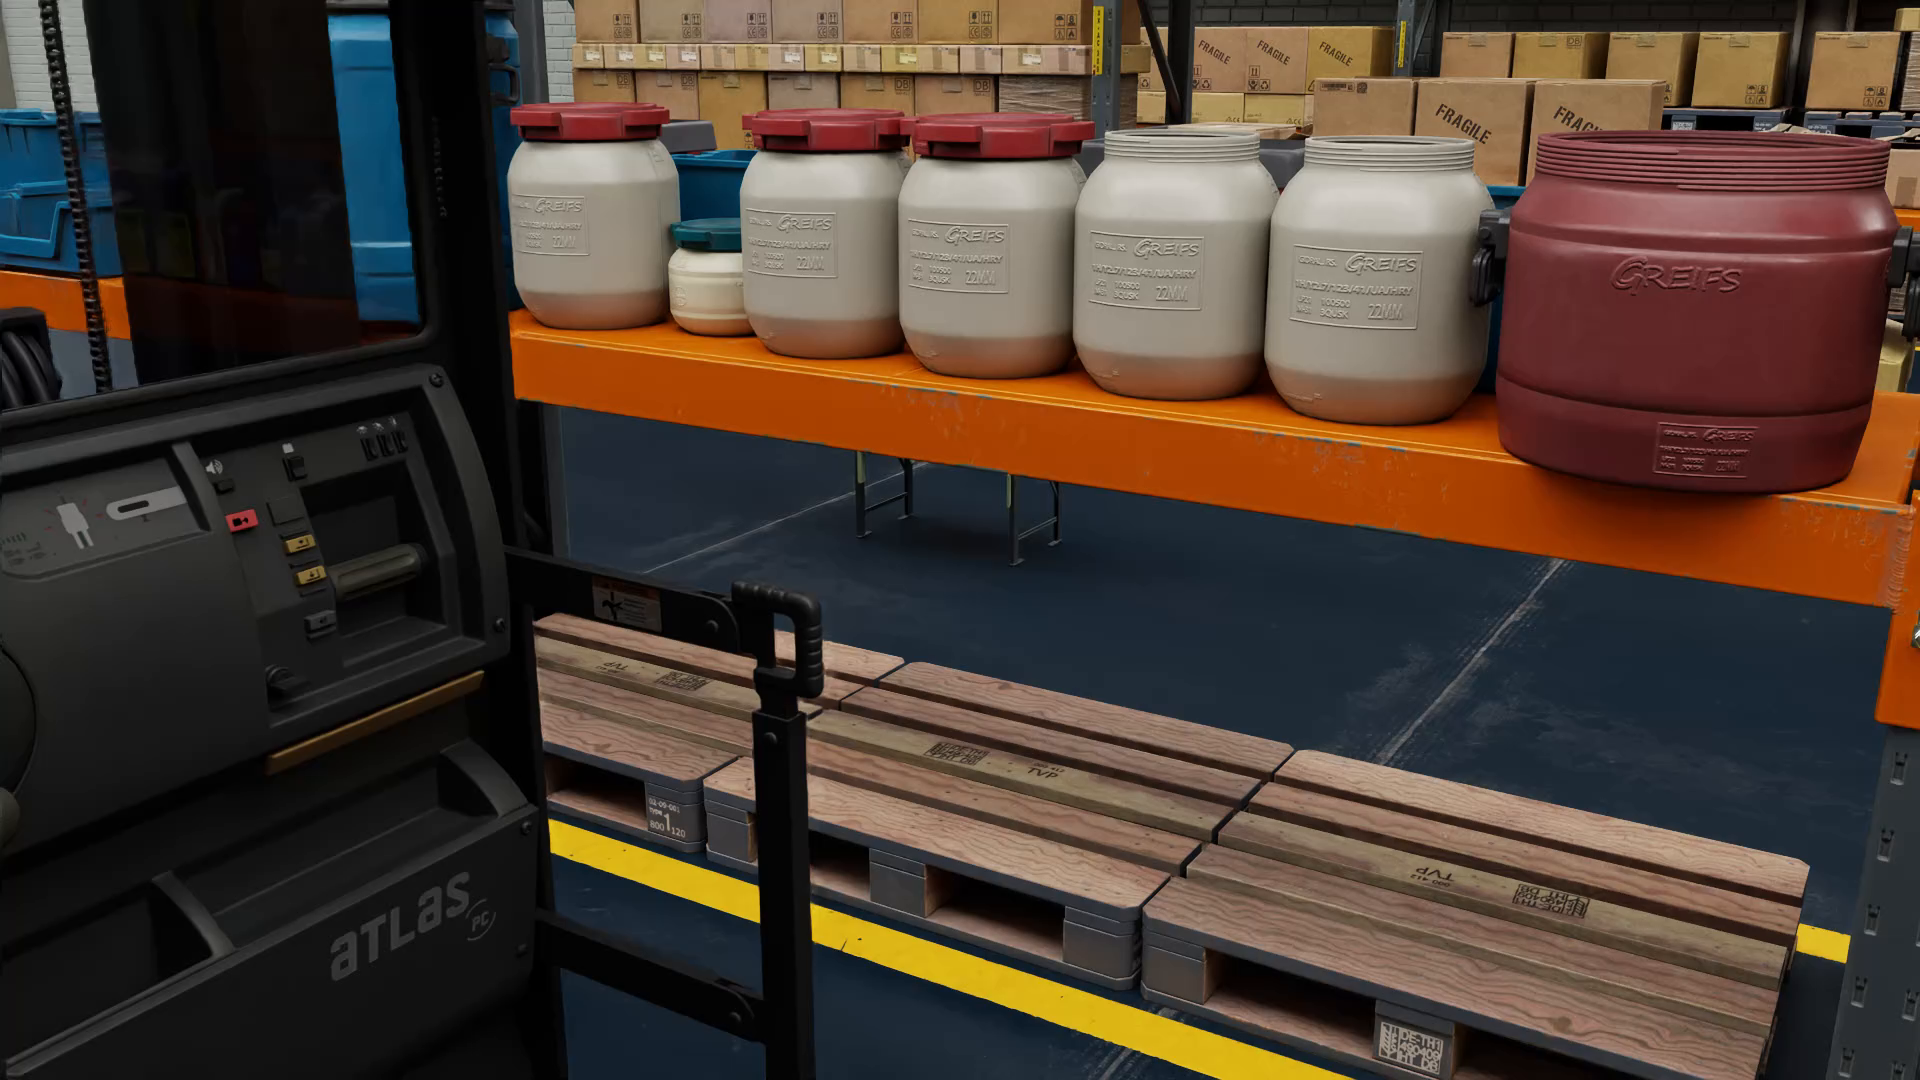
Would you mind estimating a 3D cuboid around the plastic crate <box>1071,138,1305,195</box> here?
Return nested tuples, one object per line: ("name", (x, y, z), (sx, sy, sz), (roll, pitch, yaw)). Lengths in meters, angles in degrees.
("plastic crate", (0.575, -0.699, 3.911), (0.583, 0.464, 0.402), (10, 20, 30))

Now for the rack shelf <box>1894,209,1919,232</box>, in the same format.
("rack shelf", (2.683, -1.533, 8.004), (4.000, 0.370, 1.077), (10, 20, 30))

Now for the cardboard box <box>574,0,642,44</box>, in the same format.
("cardboard box", (-1.994, -3.376, 10.430), (0.500, 0.500, 0.700), (10, 20, 30))

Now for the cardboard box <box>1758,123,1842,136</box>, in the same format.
("cardboard box", (3.726, -1.714, 7.517), (0.500, 0.311, 0.500), (10, 19, 29))

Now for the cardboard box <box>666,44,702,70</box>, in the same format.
("cardboard box", (-1.556, -2.918, 10.039), (0.250, 0.149, 0.380), (10, 19, 29))

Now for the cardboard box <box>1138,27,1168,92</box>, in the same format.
("cardboard box", (1.708, -3.933, 13.602), (0.500, 0.500, 0.500), (11, 20, 32))

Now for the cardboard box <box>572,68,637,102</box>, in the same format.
("cardboard box", (-2.039, -2.763, 10.645), (0.500, 0.500, 0.700), (10, 20, 30))

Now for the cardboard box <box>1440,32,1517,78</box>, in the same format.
("cardboard box", (3.984, -3.581, 12.581), (0.500, 0.500, 0.700), (10, 20, 30))

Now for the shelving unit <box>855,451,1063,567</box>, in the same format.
("shelving unit", (-0.006, -0.719, 6.667), (0.755, 1.500, 0.431), (10, 20, 30))

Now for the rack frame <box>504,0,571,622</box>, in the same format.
("rack frame", (-1.617, -0.955, 4.864), (0.127, 3.000, 1.000), (10, 20, 30))

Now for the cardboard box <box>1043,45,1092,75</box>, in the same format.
("cardboard box", (0.635, -2.528, 8.754), (0.250, 0.149, 0.380), (10, 20, 30))

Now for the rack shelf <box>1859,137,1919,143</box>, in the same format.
("rack shelf", (5.272, -2.760, 12.045), (4.000, 0.370, 1.077), (10, 20, 30))

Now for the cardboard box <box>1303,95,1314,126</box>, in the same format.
("cardboard box", (3.006, -3.343, 12.951), (0.500, 0.250, 0.500), (10, 20, 30))

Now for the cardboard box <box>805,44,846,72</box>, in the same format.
("cardboard box", (-0.674, -2.761, 9.521), (0.250, 0.149, 0.380), (11, 20, 32))

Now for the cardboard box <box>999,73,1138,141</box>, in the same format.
("cardboard box", (0.597, -2.295, 9.104), (0.500, 0.500, 0.700), (10, 19, 29))

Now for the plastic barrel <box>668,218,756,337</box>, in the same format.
("plastic barrel", (-0.569, -0.649, 4.096), (0.301, 0.262, 0.301), (0, 17, 0))

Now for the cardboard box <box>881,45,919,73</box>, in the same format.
("cardboard box", (-0.231, -2.683, 9.265), (0.250, 0.149, 0.380), (10, 20, 30))

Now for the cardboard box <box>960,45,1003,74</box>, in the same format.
("cardboard box", (0.200, -2.605, 9.008), (0.250, 0.149, 0.380), (9, 19, 28))

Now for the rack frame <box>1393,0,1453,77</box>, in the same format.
("rack frame", (3.568, -3.409, 12.942), (0.127, 3.000, 1.000), (10, 20, 30))

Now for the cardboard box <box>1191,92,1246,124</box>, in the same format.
("cardboard box", (2.149, -3.494, 13.446), (0.500, 0.250, 0.500), (10, 20, 30))

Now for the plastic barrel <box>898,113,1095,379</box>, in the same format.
("plastic barrel", (0.077, -0.643, 3.603), (0.433, 0.535, 0.433), (0, 17, 0))

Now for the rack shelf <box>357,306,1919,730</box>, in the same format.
("rack shelf", (0.087, -0.307, 3.967), (4.000, 0.370, 1.077), (10, 20, 30))

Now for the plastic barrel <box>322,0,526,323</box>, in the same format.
("plastic barrel", (-1.446, -1.061, 4.351), (0.708, 0.901, 0.600), (10, 20, 30))

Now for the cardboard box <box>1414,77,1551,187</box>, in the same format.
("cardboard box", (2.500, -1.952, 7.974), (0.500, 0.500, 0.500), (10, 20, 30))

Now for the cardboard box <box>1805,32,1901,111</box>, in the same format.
("cardboard box", (6.080, -3.206, 11.345), (0.500, 0.500, 0.700), (8, 19, 25))

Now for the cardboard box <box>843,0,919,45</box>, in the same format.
("cardboard box", (-0.261, -3.069, 9.418), (0.500, 0.500, 0.700), (10, 20, 30))

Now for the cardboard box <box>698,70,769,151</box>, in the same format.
("cardboard box", (-1.169, -2.608, 10.133), (0.500, 0.500, 0.700), (10, 20, 30))

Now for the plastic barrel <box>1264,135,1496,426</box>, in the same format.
("plastic barrel", (0.803, -0.504, 3.186), (0.421, 0.512, 0.421), (0, 17, 0))

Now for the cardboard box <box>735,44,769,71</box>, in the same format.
("cardboard box", (-1.110, -2.839, 9.780), (0.250, 0.149, 0.380), (10, 19, 29))

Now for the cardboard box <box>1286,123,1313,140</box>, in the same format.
("cardboard box", (1.824, -2.029, 8.630), (0.258, 0.266, 0.396), (10, 19, 29))

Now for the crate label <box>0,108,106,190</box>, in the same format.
("crate label", (-3.316, -1.367, 6.161), (0.616, 0.435, 0.502), (10, 20, 30))

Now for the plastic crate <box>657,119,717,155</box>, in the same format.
("plastic crate", (-1.044, -0.988, 4.862), (0.583, 0.464, 0.402), (10, 20, 30))

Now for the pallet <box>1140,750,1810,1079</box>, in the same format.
("pallet", (1.152, 0.860, 3.686), (1.213, 0.211, 1.003), (10, 20, 30))

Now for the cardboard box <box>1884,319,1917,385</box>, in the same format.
("cardboard box", (4.094, -0.879, 7.657), (0.500, 0.311, 0.500), (11, 20, 32))

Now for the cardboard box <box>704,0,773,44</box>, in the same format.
("cardboard box", (-1.113, -3.221, 9.920), (0.500, 0.500, 0.700), (10, 20, 30))

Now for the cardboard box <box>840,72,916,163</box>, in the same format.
("cardboard box", (-0.281, -2.451, 9.617), (0.500, 0.500, 0.700), (10, 20, 31))

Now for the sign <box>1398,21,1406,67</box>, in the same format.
("sign", (3.290, -3.687, 12.370), (0.005, 0.325, 0.100), (10, 20, 30))

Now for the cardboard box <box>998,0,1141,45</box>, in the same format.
("cardboard box", (0.597, -2.916, 8.915), (0.500, 0.500, 0.700), (10, 20, 30))

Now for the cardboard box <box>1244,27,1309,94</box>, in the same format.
("cardboard box", (2.575, -3.775, 13.082), (0.500, 0.500, 0.500), (10, 20, 30))

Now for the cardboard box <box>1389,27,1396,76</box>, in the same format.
("cardboard box", (3.277, -3.828, 13.257), (0.500, 0.500, 0.500), (10, 19, 29))

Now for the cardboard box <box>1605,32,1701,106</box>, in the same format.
("cardboard box", (5.033, -3.402, 11.991), (0.500, 0.500, 0.700), (13, 21, 38))

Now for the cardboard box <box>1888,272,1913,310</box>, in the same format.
("cardboard box", (6.335, -1.911, 11.556), (0.500, 0.500, 0.700), (10, 20, 31))

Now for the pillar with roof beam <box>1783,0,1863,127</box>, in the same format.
("pillar with roof beam", (4.068, -5.016, 7.913), (0.400, 9.000, 9.100), (10, 20, 30))

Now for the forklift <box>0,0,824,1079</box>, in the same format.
("forklift", (-0.711, 0.040, 1.707), (3.031, 2.935, 1.130), (10, 20, 30))

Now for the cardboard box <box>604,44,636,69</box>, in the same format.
("cardboard box", (-1.982, -2.995, 10.293), (0.250, 0.149, 0.380), (10, 19, 29))

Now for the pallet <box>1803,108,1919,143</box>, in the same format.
("pallet", (6.313, -2.790, 11.237), (1.003, 0.211, 1.213), (10, 20, 30))

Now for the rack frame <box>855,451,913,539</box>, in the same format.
("rack frame", (-0.318, -0.774, 6.850), (0.023, 1.500, 0.400), (10, 20, 30))

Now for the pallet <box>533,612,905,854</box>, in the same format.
("pallet", (-0.928, 0.489, 4.908), (1.213, 0.211, 1.003), (10, 20, 30))
